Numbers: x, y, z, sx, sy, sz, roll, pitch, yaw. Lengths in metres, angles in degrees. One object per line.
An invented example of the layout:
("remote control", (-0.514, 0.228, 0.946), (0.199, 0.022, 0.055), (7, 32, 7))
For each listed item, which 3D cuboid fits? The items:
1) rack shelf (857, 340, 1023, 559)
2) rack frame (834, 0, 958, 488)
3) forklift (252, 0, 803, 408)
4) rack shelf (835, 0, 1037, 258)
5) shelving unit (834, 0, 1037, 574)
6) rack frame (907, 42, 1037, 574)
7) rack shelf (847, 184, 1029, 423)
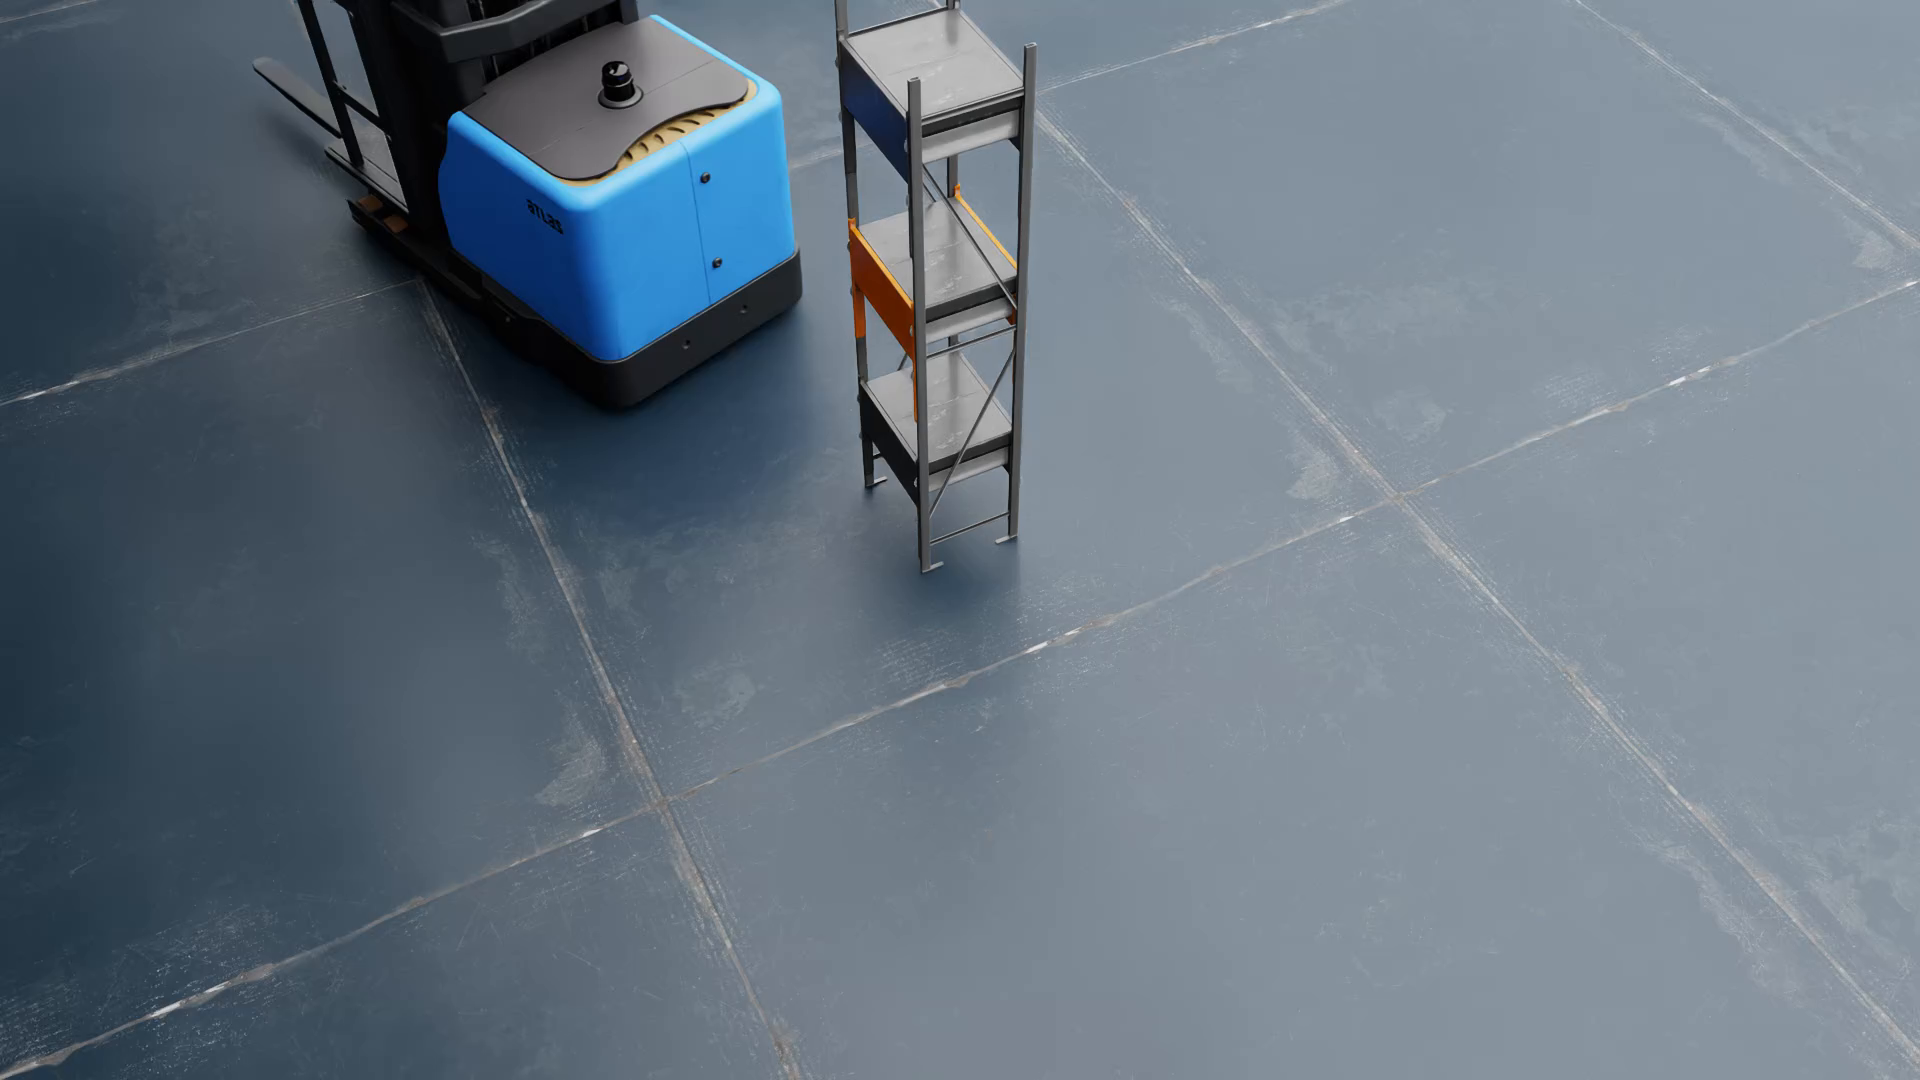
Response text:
("rack shelf", (-0.076, -0.332, 6.094), (0.431, 0.518, 0.480), (-21, 52, -18))
("rack frame", (-0.187, -0.965, 5.699), (0.400, 2.100, 0.015), (-21, 52, -18))
("forklift", (-2.073, -2.488, 6.479), (3.031, 2.935, 1.130), (36, 58, 27))
("rack shelf", (-0.076, -1.254, 5.040), (0.431, 0.518, 0.480), (-21, 52, -18))
("shelving unit", (-0.076, -0.802, 5.557), (0.431, 2.100, 0.503), (-21, 52, -18))
("rack frame", (0.036, -0.639, 5.414), (0.400, 2.100, 0.015), (-21, 52, -18))
("rack shelf", (-0.076, -0.793, 5.567), (0.431, 0.518, 0.480), (-21, 52, -18))
